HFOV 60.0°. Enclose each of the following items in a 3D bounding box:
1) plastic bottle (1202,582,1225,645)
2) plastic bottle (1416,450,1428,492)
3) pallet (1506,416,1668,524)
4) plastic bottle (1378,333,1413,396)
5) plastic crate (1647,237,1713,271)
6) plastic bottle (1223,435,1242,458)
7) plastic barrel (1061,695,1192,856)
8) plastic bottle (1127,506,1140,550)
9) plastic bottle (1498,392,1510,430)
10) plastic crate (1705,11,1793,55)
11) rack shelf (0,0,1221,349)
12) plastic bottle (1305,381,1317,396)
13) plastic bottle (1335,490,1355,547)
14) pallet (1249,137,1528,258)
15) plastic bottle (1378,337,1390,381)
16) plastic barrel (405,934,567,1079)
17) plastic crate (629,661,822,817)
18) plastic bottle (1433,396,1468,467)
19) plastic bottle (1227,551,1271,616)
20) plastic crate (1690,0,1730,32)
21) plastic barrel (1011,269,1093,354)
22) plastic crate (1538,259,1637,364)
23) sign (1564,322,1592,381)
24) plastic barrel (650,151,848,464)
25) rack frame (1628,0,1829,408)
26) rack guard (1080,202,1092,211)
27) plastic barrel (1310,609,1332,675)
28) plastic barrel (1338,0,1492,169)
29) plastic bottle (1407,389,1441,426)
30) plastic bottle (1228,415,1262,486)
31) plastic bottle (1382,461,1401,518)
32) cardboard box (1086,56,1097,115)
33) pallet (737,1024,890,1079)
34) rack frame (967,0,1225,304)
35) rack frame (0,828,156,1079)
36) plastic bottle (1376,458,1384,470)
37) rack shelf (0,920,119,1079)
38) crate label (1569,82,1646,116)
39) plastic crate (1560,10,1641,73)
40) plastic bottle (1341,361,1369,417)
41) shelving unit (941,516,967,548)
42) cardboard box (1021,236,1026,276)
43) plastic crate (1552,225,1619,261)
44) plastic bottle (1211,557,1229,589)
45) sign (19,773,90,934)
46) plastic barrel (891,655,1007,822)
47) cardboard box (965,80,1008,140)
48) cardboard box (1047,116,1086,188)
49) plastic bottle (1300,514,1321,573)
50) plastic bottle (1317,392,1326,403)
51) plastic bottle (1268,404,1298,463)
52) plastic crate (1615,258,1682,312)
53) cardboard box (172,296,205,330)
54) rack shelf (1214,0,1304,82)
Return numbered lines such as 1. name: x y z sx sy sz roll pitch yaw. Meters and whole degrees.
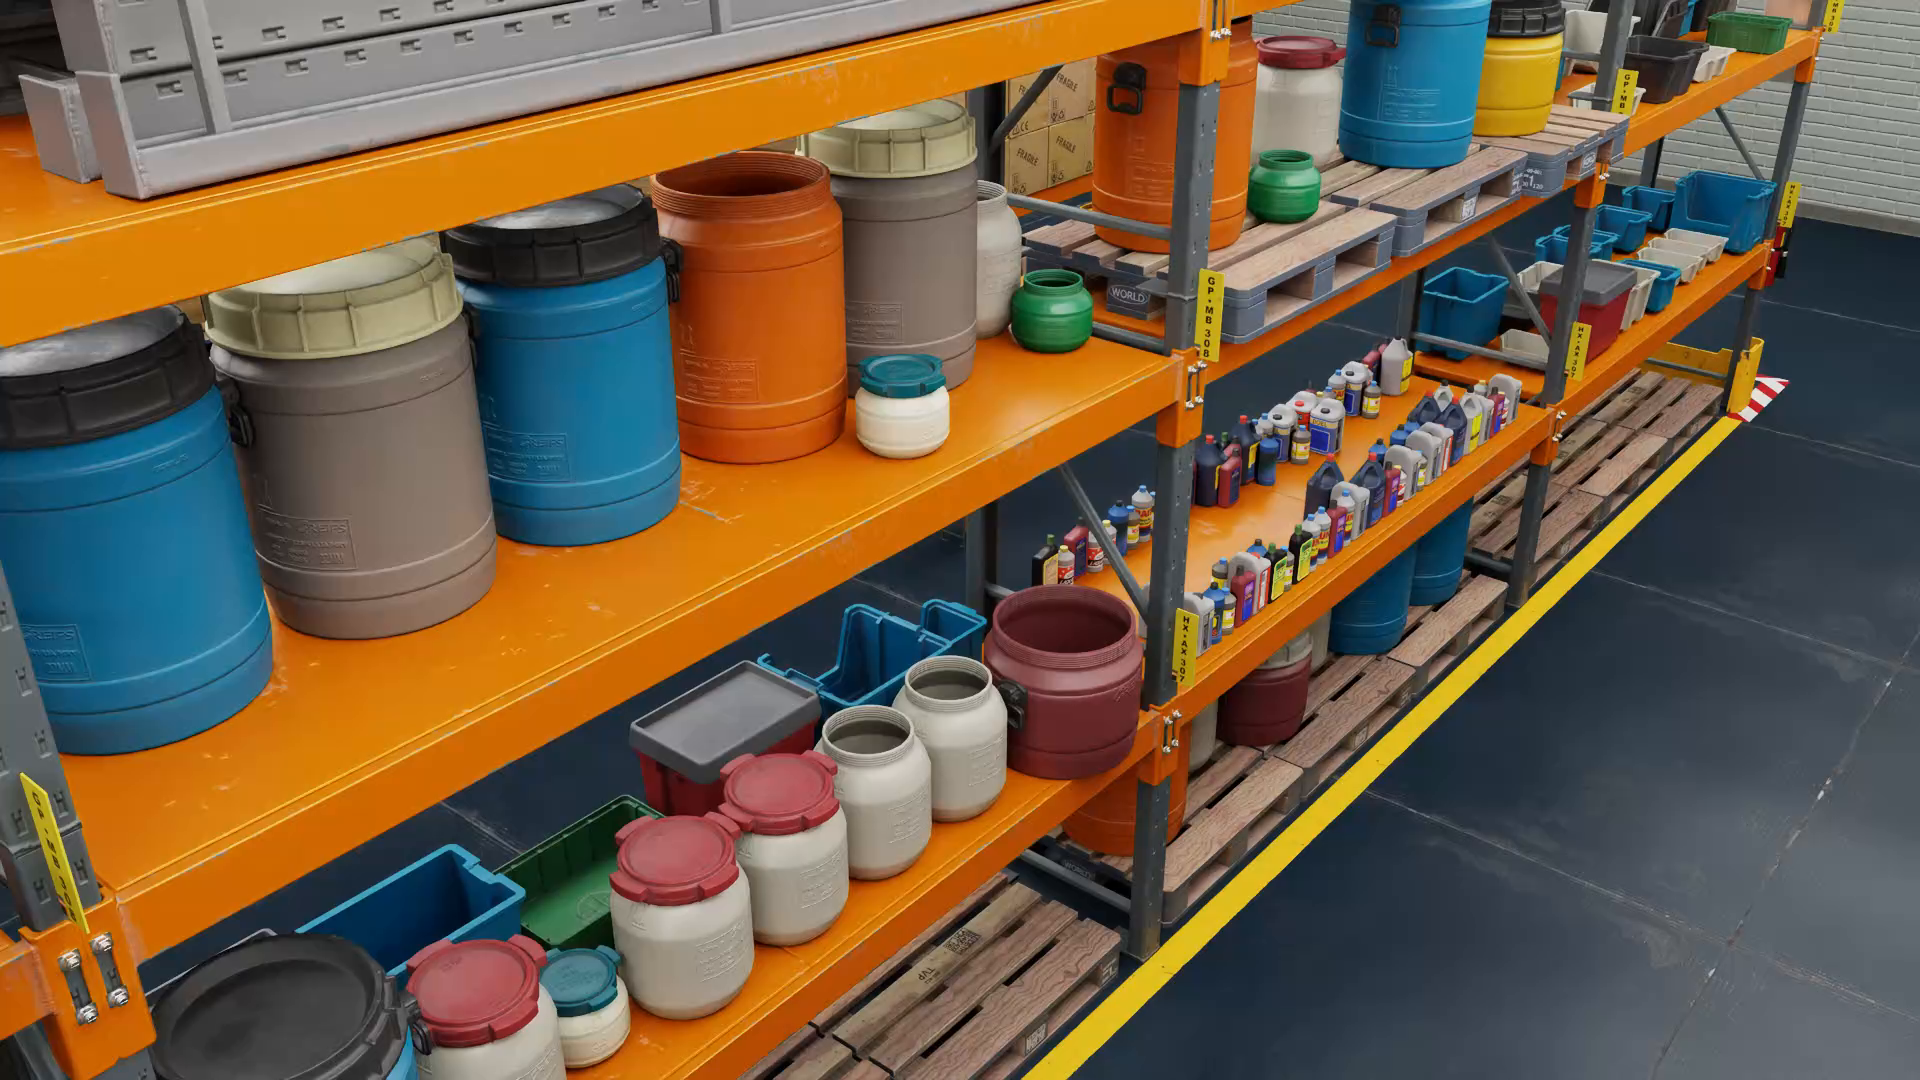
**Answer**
1. plastic bottle: 1.069 0.302 7.042 0.097 0.271 0.097 0 27 0
2. plastic bottle: 2.301 -0.354 8.385 0.097 0.201 0.097 0 27 0
3. pallet: 4.207 -0.549 11.582 1.003 0.211 1.213 21 34 34
4. plastic bottle: 2.494 -1.015 9.501 0.144 0.351 0.185 21 34 34
5. plastic crate: 4.963 -1.968 11.512 0.396 0.136 0.243 21 34 34
6. plastic bottle: 1.354 -0.380 8.346 0.061 0.283 0.133 21 34 34
7. plastic barrel: 0.747 0.936 7.581 0.600 0.830 0.708 21 34 34
8. plastic bottle: 0.797 -0.064 7.825 0.097 0.201 0.097 0 27 0
9. plastic bottle: 2.940 -0.710 9.073 0.097 0.201 0.097 0 27 0
10. plastic crate: 5.131 -3.304 10.839 0.450 0.188 0.336 21 34 34
11. rack shelf: -0.823 -1.121 4.342 1.077 0.370 4.000 21 34 34
12. plastic bottle: 1.866 -0.709 8.983 0.061 0.283 0.133 21 34 34
13. plastic bottle: 1.803 -0.107 7.833 0.097 0.271 0.097 0 27 0
14. pallet: 1.851 -1.620 7.558 1.003 0.211 1.213 21 34 34
15. plastic bottle: 2.431 -1.024 9.592 0.061 0.283 0.133 21 34 34
16. plastic barrel: -1.317 1.420 4.593 0.433 0.535 0.433 0 27 0
17. plastic crate: -0.815 0.792 5.885 0.402 0.464 0.583 21 34 34
18. plastic bottle: 2.544 -0.572 8.645 0.144 0.351 0.185 21 34 34
19. plastic bottle: 1.268 0.169 7.294 0.152 0.276 0.135 21 34 34
20. plastic crate: 5.078 -3.719 11.551 0.497 0.269 0.590 21 34 34
21. plastic barrel: 0.332 -0.824 5.982 0.294 0.245 0.294 0 27 0
22. plastic crate: 3.755 -1.380 10.017 0.402 0.464 0.583 21 34 34
23. sign: 3.417 -1.043 9.200 0.100 0.325 0.005 21 34 34
24. plastic barrel: -0.657 -0.726 5.158 0.600 0.830 0.708 21 34 34
25. rack frame: 5.538 -2.499 12.317 1.000 3.000 0.127 21 34 34
26. rack guard: 1.670 -2.811 15.640 1.175 0.500 0.348 21 34 34
27. plastic barrel: 1.756 0.450 8.866 0.421 0.512 0.421 0 27 0
28. plastic barrel: 2.026 -2.173 7.418 0.600 0.901 0.708 21 34 34
29. plastic bottle: 2.432 -0.614 8.727 0.144 0.351 0.185 21 34 34
30. plastic bottle: 1.440 -0.472 8.451 0.144 0.351 0.185 21 34 34
31. plastic bottle: 2.094 -0.262 8.118 0.061 0.283 0.133 21 34 34
32. cardboard box: 1.000 -3.834 13.700 0.500 0.500 0.500 22 34 36
33. pallet: -0.850 2.269 6.133 1.003 0.211 1.213 21 34 34
34. rack frame: 0.449 -2.328 5.456 1.000 3.000 0.127 21 34 34
35. rack frame: -2.095 1.755 4.093 1.000 3.000 0.127 21 34 34
36. plastic bottle: 2.022 -0.273 8.153 0.097 0.271 0.097 0 27 0
37. rack shelf: -3.367 1.452 2.198 1.077 0.370 4.000 21 34 34
38. crate label: 3.528 -2.385 9.119 0.293 0.136 0.466 21 34 34
39. plastic crate: 8.961 1.893 1.779 20.812 1.282 9.301 21 34 34
40. plastic bottle: 2.172 -0.844 9.251 0.152 0.276 0.135 21 34 34
41. shelving unit: 0.034 -0.485 10.545 0.215 1.050 0.252 21 34 34
42. cardboard box: 0.365 -2.284 14.139 0.797 0.503 0.637 21 34 34
43. plastic crate: 4.289 -1.994 11.456 0.416 0.233 0.300 21 34 34
44. plastic bottle: 1.160 0.172 7.368 0.097 0.201 0.097 0 27 0
45. sign: -1.678 0.584 3.083 0.100 0.325 0.005 21 34 34
46. plastic barrel: -0.040 0.714 5.983 0.421 0.512 0.421 0 27 0
47. cardboard box: 0.018 -3.287 12.641 0.500 0.500 0.500 20 33 33
48. cardboard box: 0.674 -3.216 13.592 0.500 0.500 0.500 20 34 34
49. plastic bottle: 1.595 0.009 7.608 0.097 0.271 0.097 0 27 0
50. plastic bottle: 1.954 -0.708 9.071 0.097 0.201 0.097 0 27 0
51. plastic bottle: 1.669 -0.563 8.708 0.152 0.276 0.135 21 34 34
52. plastic crate: 4.429 -1.649 10.789 0.416 0.233 0.300 21 34 34
53. cardboard box: -6.626 -2.013 13.258 0.750 0.750 0.750 20 34 34
54. rack shelf: 1.721 -2.539 7.083 1.077 0.370 4.000 21 34 34
